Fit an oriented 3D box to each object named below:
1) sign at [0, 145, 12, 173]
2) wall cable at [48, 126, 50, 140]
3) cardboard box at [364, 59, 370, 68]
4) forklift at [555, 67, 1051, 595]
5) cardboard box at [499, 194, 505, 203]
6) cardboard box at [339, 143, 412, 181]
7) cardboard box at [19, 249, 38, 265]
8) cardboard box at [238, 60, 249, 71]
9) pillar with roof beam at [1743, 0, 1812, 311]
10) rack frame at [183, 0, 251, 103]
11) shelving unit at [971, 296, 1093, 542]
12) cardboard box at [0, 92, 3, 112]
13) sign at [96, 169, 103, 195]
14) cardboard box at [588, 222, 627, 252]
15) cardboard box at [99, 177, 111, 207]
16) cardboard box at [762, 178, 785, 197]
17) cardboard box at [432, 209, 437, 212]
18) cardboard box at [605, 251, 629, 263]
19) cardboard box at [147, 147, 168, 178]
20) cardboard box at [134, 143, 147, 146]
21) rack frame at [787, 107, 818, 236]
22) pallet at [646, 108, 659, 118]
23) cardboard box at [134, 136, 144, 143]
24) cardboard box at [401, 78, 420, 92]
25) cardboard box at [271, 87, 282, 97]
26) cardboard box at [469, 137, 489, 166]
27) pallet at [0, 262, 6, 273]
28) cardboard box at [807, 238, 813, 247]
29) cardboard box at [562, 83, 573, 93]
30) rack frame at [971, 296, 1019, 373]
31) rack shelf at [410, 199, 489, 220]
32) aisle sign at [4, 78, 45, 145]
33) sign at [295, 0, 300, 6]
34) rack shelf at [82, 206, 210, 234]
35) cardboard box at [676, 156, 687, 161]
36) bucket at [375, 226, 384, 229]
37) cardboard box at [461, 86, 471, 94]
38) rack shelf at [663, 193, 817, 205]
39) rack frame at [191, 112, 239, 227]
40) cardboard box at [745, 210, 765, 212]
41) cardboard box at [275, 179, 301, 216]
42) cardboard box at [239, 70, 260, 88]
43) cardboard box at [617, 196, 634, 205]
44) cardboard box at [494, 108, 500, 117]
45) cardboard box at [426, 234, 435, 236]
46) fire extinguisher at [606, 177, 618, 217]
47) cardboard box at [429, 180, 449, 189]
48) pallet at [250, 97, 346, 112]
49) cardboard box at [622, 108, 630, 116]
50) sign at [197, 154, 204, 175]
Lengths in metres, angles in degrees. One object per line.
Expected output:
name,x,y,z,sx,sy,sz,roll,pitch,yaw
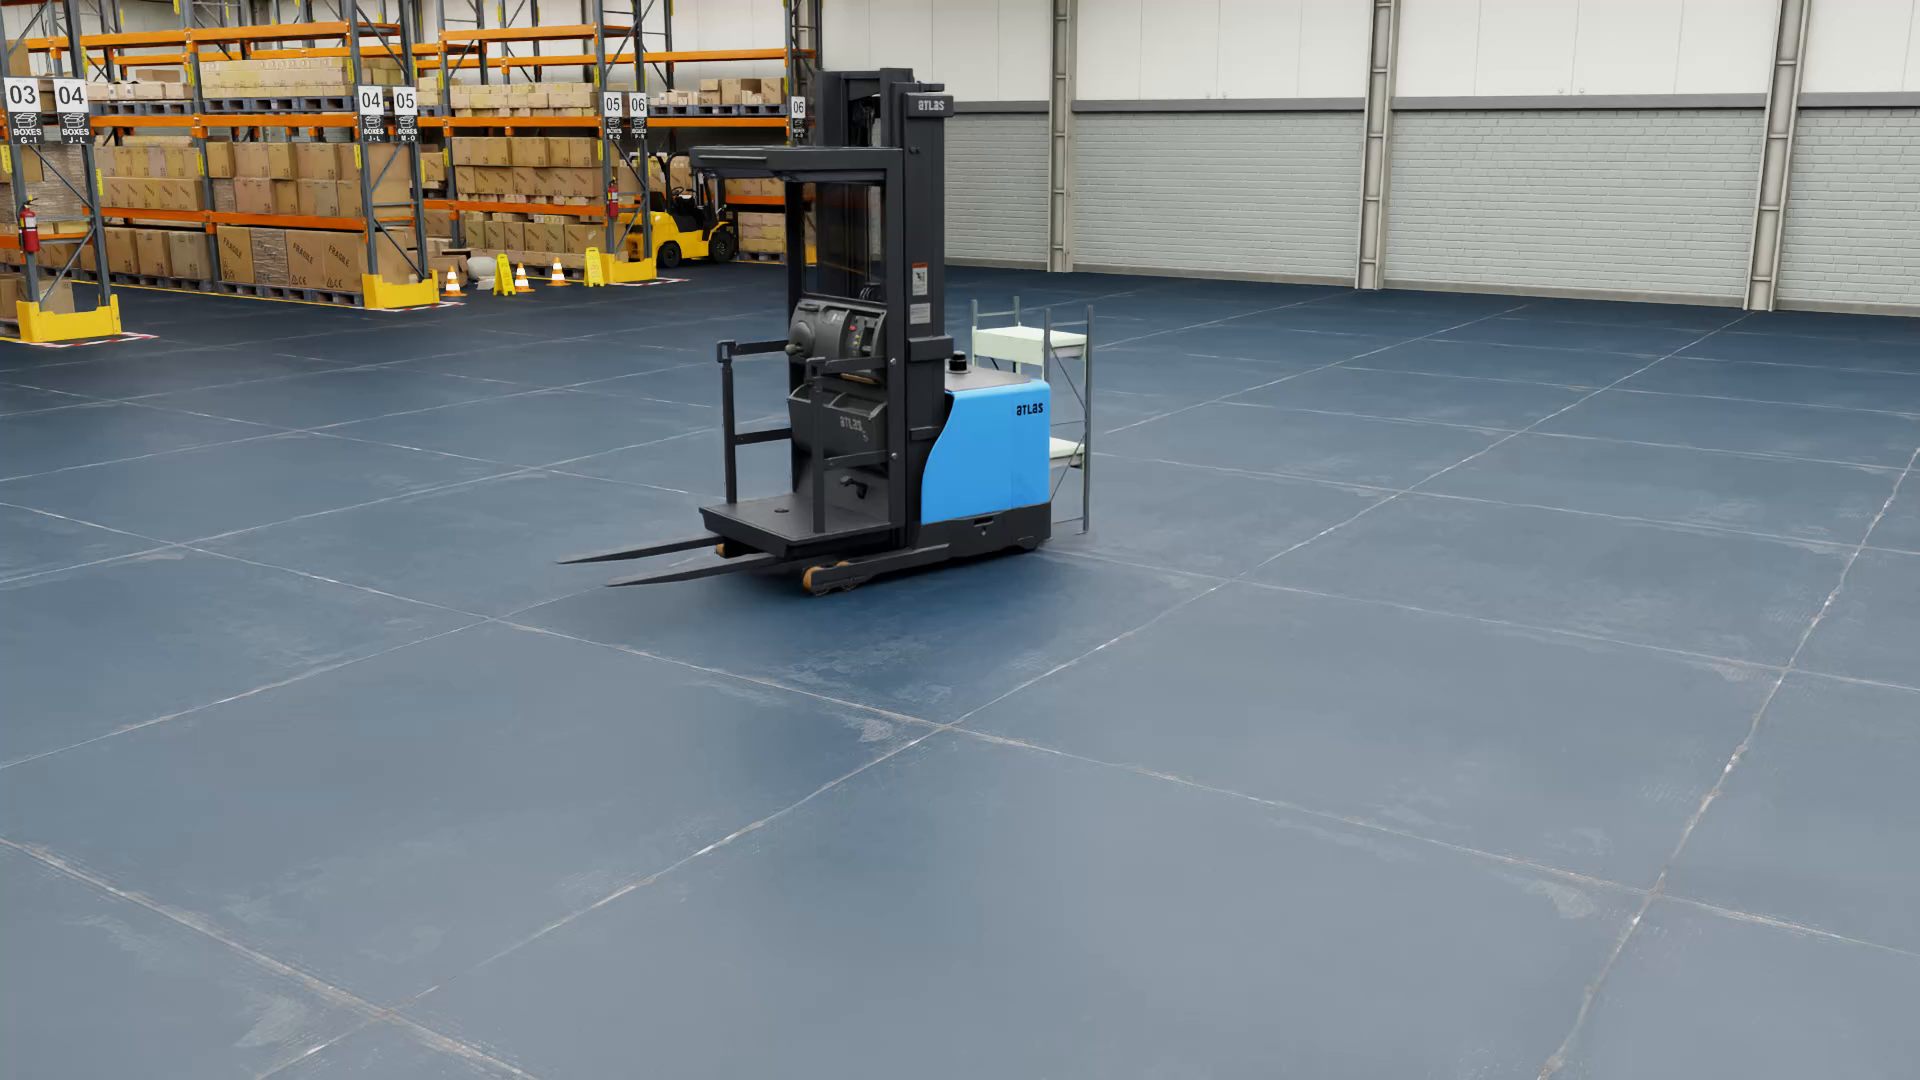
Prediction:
sign,-11.651,-4.654,20.315,0.005,0.325,0.100,9,17,33
wall cable,-22.980,-9.697,41.641,0.122,1.984,0.588,9,17,33
cardboard box,-8.779,-7.138,24.954,0.250,0.149,0.380,9,17,33
forklift,-0.896,-1.247,9.762,3.031,2.935,1.130,-11,17,-36
cardboard box,-8.130,-6.208,30.183,0.250,0.149,0.380,9,17,33
cardboard box,-8.758,-5.677,24.953,0.550,0.550,0.875,9,17,33
cardboard box,-16.679,-5.260,30.156,0.500,0.500,0.500,8,16,30
cardboard box,-10.832,-7.279,25.525,0.250,0.149,0.380,9,17,33
pillar with roof beam,9.432,-6.926,20.074,0.400,9.000,9.100,9,17,33
rack frame,-11.791,-8.471,26.315,0.127,3.000,1.000,9,17,33
shelving unit,0.464,-0.819,11.010,0.431,1.500,0.755,-11,18,-37
cardboard box,-11.866,-5.444,20.643,0.500,0.250,0.500,10,17,34
sign,-11.022,-4.575,21.261,0.005,0.325,0.100,9,17,33
cardboard box,-6.328,-5.422,29.772,0.500,0.500,0.500,9,16,31
cardboard box,-14.465,-5.962,28.457,0.500,0.500,0.500,9,17,32
cardboard box,-3.581,-7.075,32.954,0.500,0.500,0.500,9,16,32
cardboard box,-12.107,-7.738,38.820,0.250,0.149,0.380,9,16,32
cardboard box,-6.308,-5.055,29.850,0.500,0.250,0.500,9,17,32
cardboard box,-13.054,-6.294,27.719,0.500,0.500,0.700,9,17,33
cardboard box,-17.552,-8.379,36.140,0.500,0.500,0.500,9,17,33
rack frame,-3.026,-7.013,32.911,0.127,3.000,1.000,9,17,33
pallet,-7.084,-9.028,35.208,1.217,0.209,0.805,8,16,31
cardboard box,-17.666,-8.698,36.079,0.250,0.149,0.380,9,16,31
cardboard box,-10.524,-8.574,31.371,0.500,0.250,0.500,10,17,34
cardboard box,-10.202,-6.790,25.210,0.250,0.149,0.380,9,17,33
cardboard box,-8.457,-7.062,30.202,0.500,0.500,0.700,9,17,33
pallet,-17.783,-5.174,31.284,1.213,0.211,1.003,9,17,33
cardboard box,-3.325,-5.987,33.614,0.500,0.250,0.500,9,17,33
cardboard box,-6.653,-7.803,28.724,0.250,0.149,0.380,9,16,32
rack frame,0.238,-0.888,11.289,0.400,1.500,0.023,-11,18,-37
rack shelf,-10.772,-6.478,32.247,4.000,0.370,1.077,9,17,33
aisle sign,-11.440,-5.241,20.341,0.004,0.787,0.394,9,17,33
sign,-12.738,-10.427,31.943,0.005,0.325,0.100,9,17,33
rack shelf,-13.451,-5.478,28.206,4.000,0.370,1.077,9,17,33
cardboard box,-5.606,-7.851,34.118,0.250,0.149,0.380,10,17,34
bucket,-10.392,-5.149,29.030,0.726,0.611,0.620,-10,7,-35
cardboard box,-8.801,-8.144,30.101,0.250,0.149,0.380,10,17,34
rack shelf,-4.686,-6.932,34.081,4.000,0.370,1.077,9,17,33
rack frame,-15.751,-7.632,35.412,0.127,3.000,1.000,9,17,33
cardboard box,-4.145,-6.605,34.031,0.500,0.250,0.500,9,17,32
cardboard box,-10.131,-5.368,25.954,0.500,0.550,0.875,9,17,33
cardboard box,-10.703,-7.082,25.560,0.500,0.250,0.500,9,16,32
cardboard box,-5.960,-5.988,29.291,0.250,0.149,0.380,9,17,33
cardboard box,-8.136,-7.666,29.827,0.250,0.149,0.380,9,16,31
cardboard box,-10.725,-5.746,32.387,0.625,0.372,0.950,10,17,35
fire extinguisher,-5.956,-5.878,28.487,0.183,0.674,0.296,9,17,33
cardboard box,-9.693,-6.655,31.114,0.250,0.149,0.380,9,17,34
pallet,-10.110,-6.696,25.573,1.213,0.211,1.003,9,17,33
cardboard box,-5.887,-7.466,29.021,0.250,0.149,0.380,9,17,33
sign,-12.086,-5.973,26.464,0.005,0.325,0.100,9,17,33
